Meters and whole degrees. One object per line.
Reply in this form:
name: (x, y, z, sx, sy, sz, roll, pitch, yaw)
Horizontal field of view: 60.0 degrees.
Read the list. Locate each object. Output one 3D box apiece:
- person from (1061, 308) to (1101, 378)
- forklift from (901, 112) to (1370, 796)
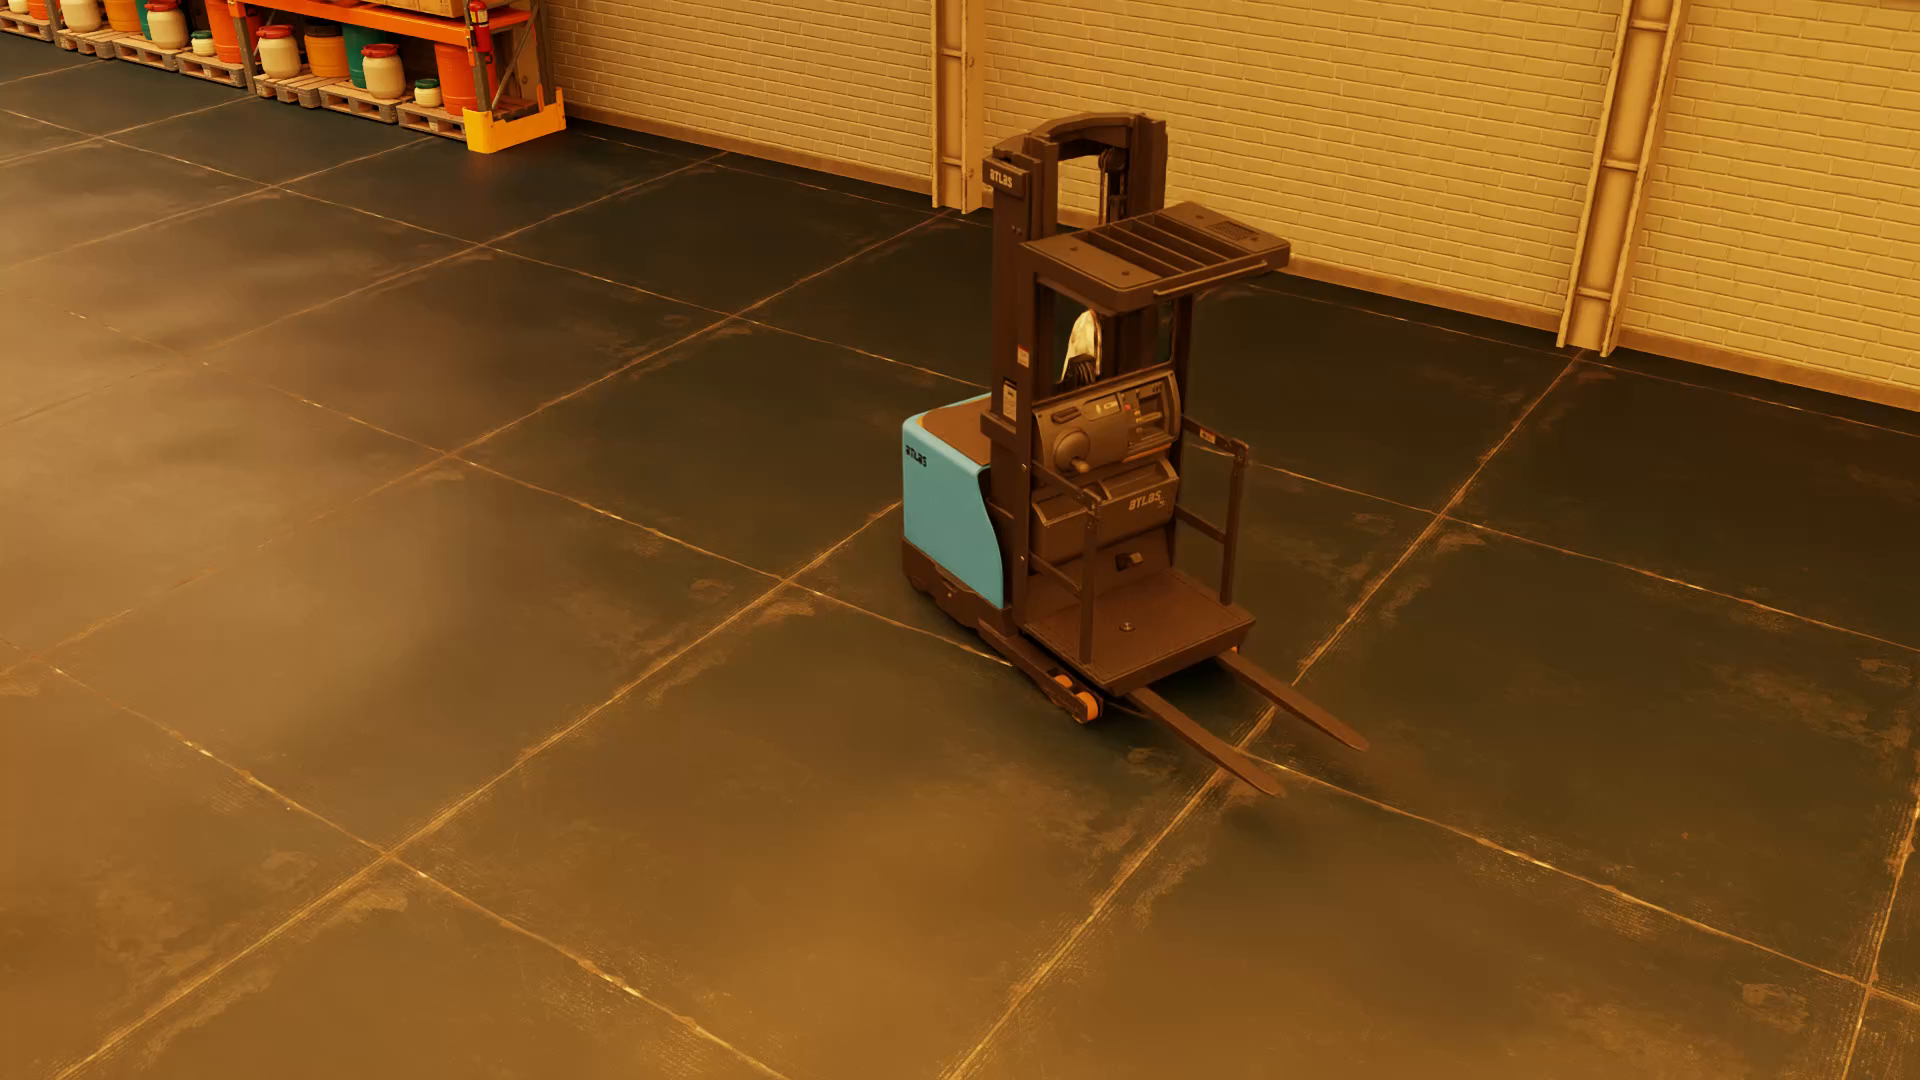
person: (0.893, -0.860, 10.352, 0.713, 1.642, 0.372, 21, 36, 31)
forklift: (0.905, -0.571, 8.565, 1.130, 2.935, 3.031, -19, 35, -30)
